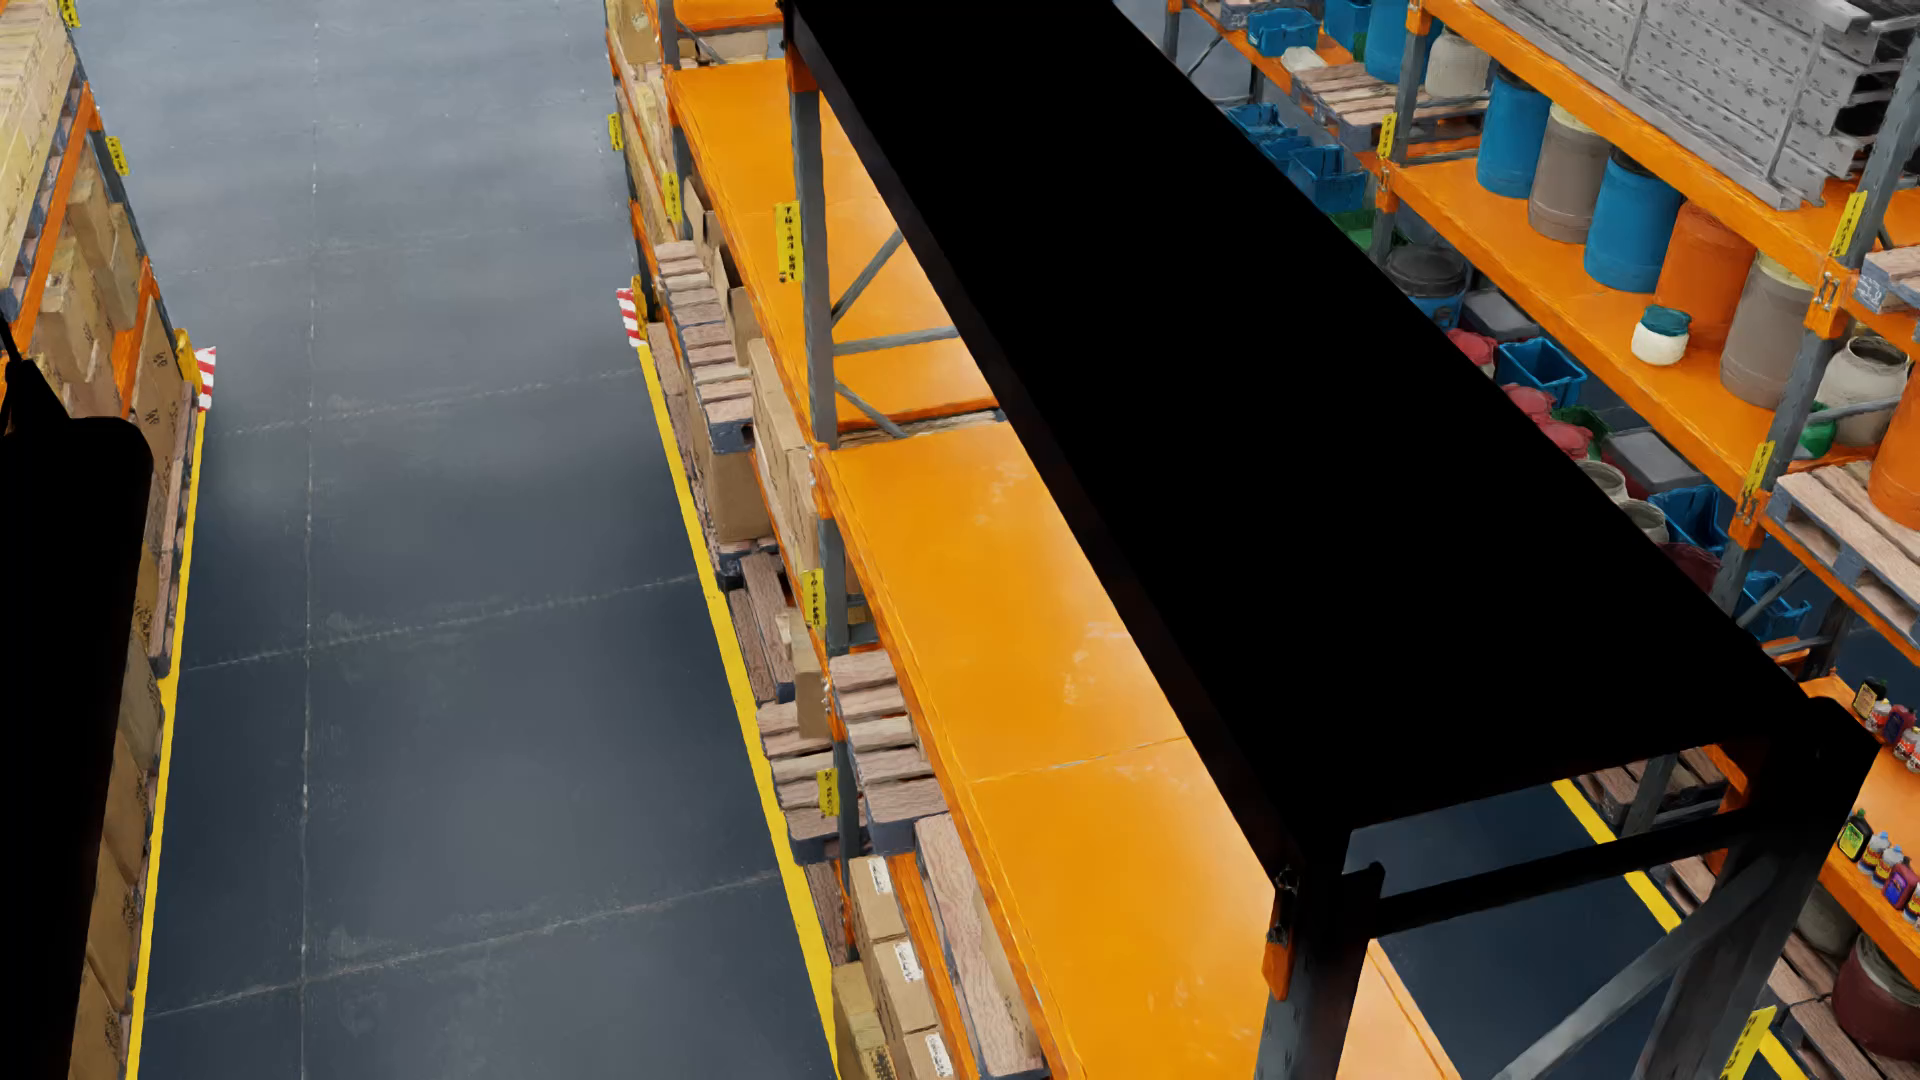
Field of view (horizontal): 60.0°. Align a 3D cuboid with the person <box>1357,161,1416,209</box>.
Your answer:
[{"bbox_3d":[3.970,-3.231,15.627,0.580,1.600,0.507,-11,40,-14],"label":"person"}]
